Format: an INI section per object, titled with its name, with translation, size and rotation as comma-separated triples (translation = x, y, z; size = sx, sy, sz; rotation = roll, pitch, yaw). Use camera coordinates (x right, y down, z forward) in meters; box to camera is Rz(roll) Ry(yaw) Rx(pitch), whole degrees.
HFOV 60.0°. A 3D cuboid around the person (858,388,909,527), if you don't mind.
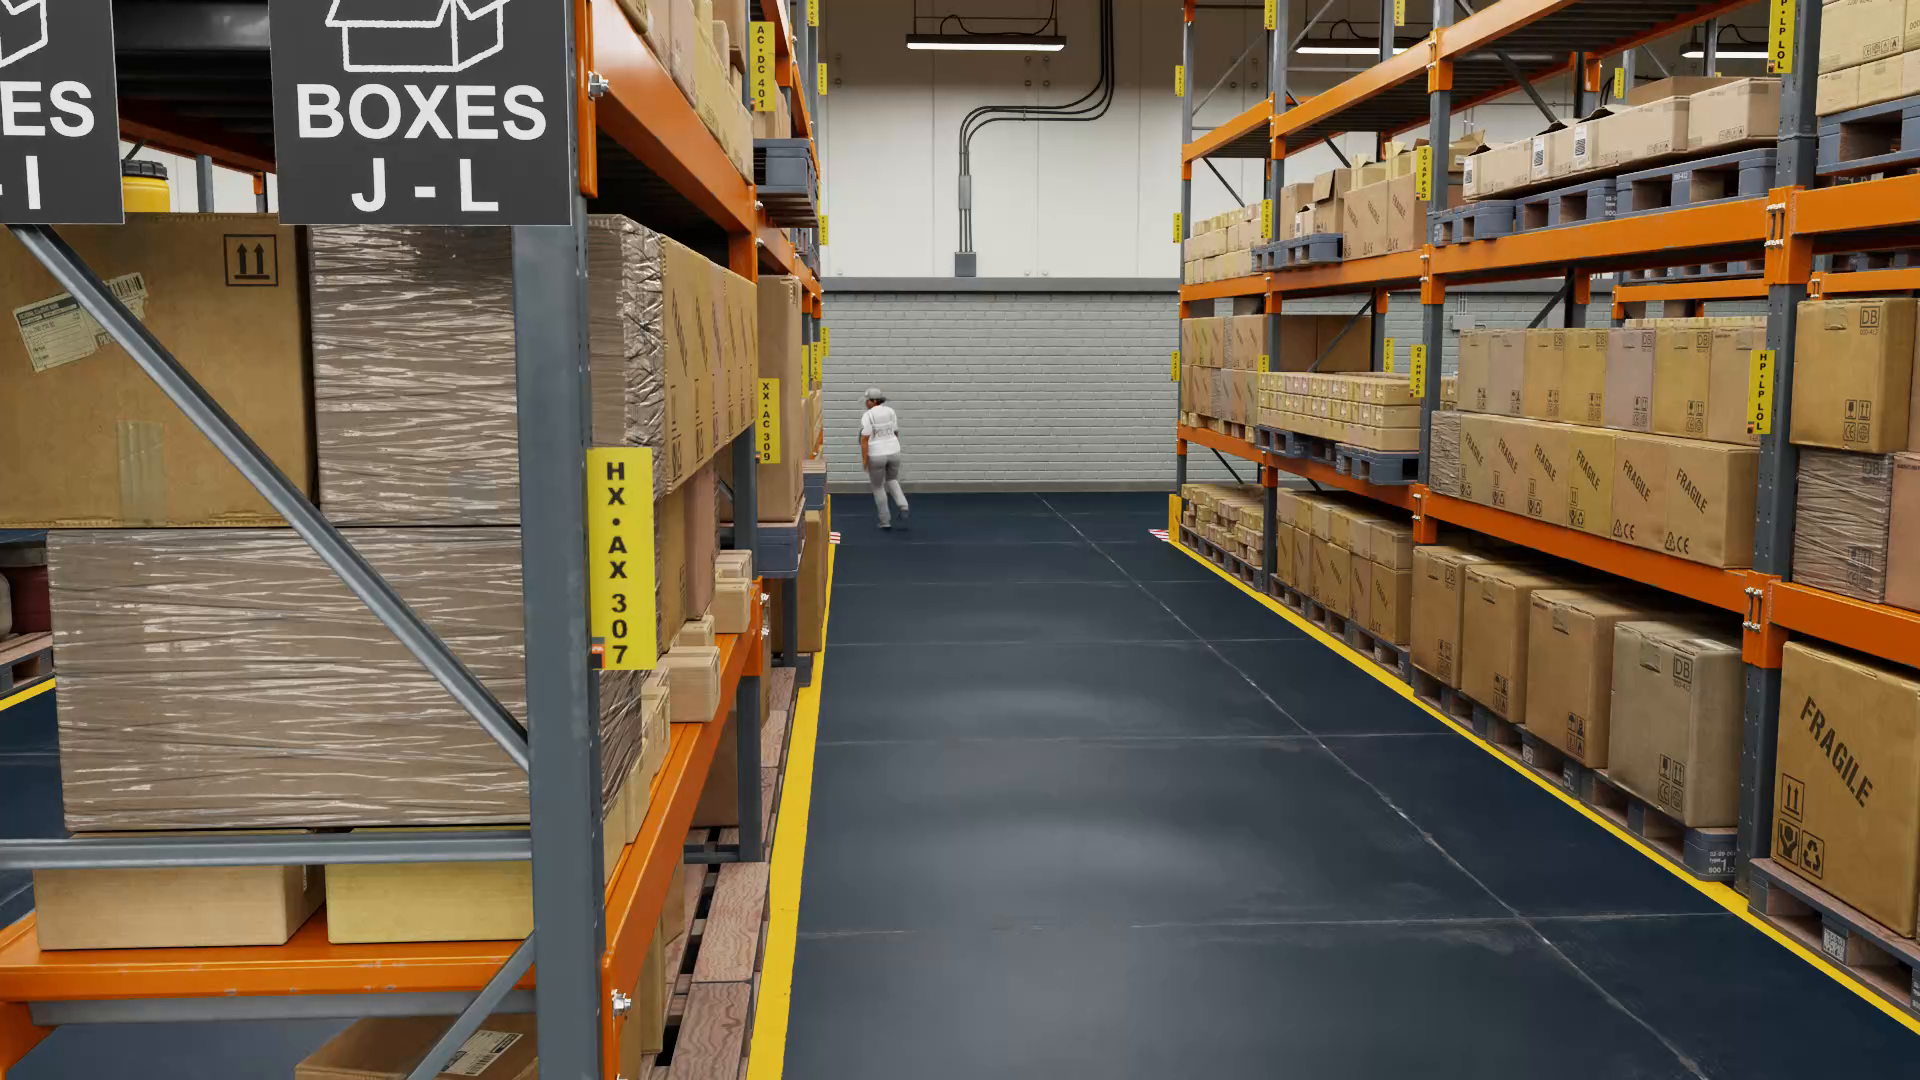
[person]
translation = -0.920, -0.959, 19.543
size = 0.594, 1.661, 0.454
rotation = -4, 8, -30
